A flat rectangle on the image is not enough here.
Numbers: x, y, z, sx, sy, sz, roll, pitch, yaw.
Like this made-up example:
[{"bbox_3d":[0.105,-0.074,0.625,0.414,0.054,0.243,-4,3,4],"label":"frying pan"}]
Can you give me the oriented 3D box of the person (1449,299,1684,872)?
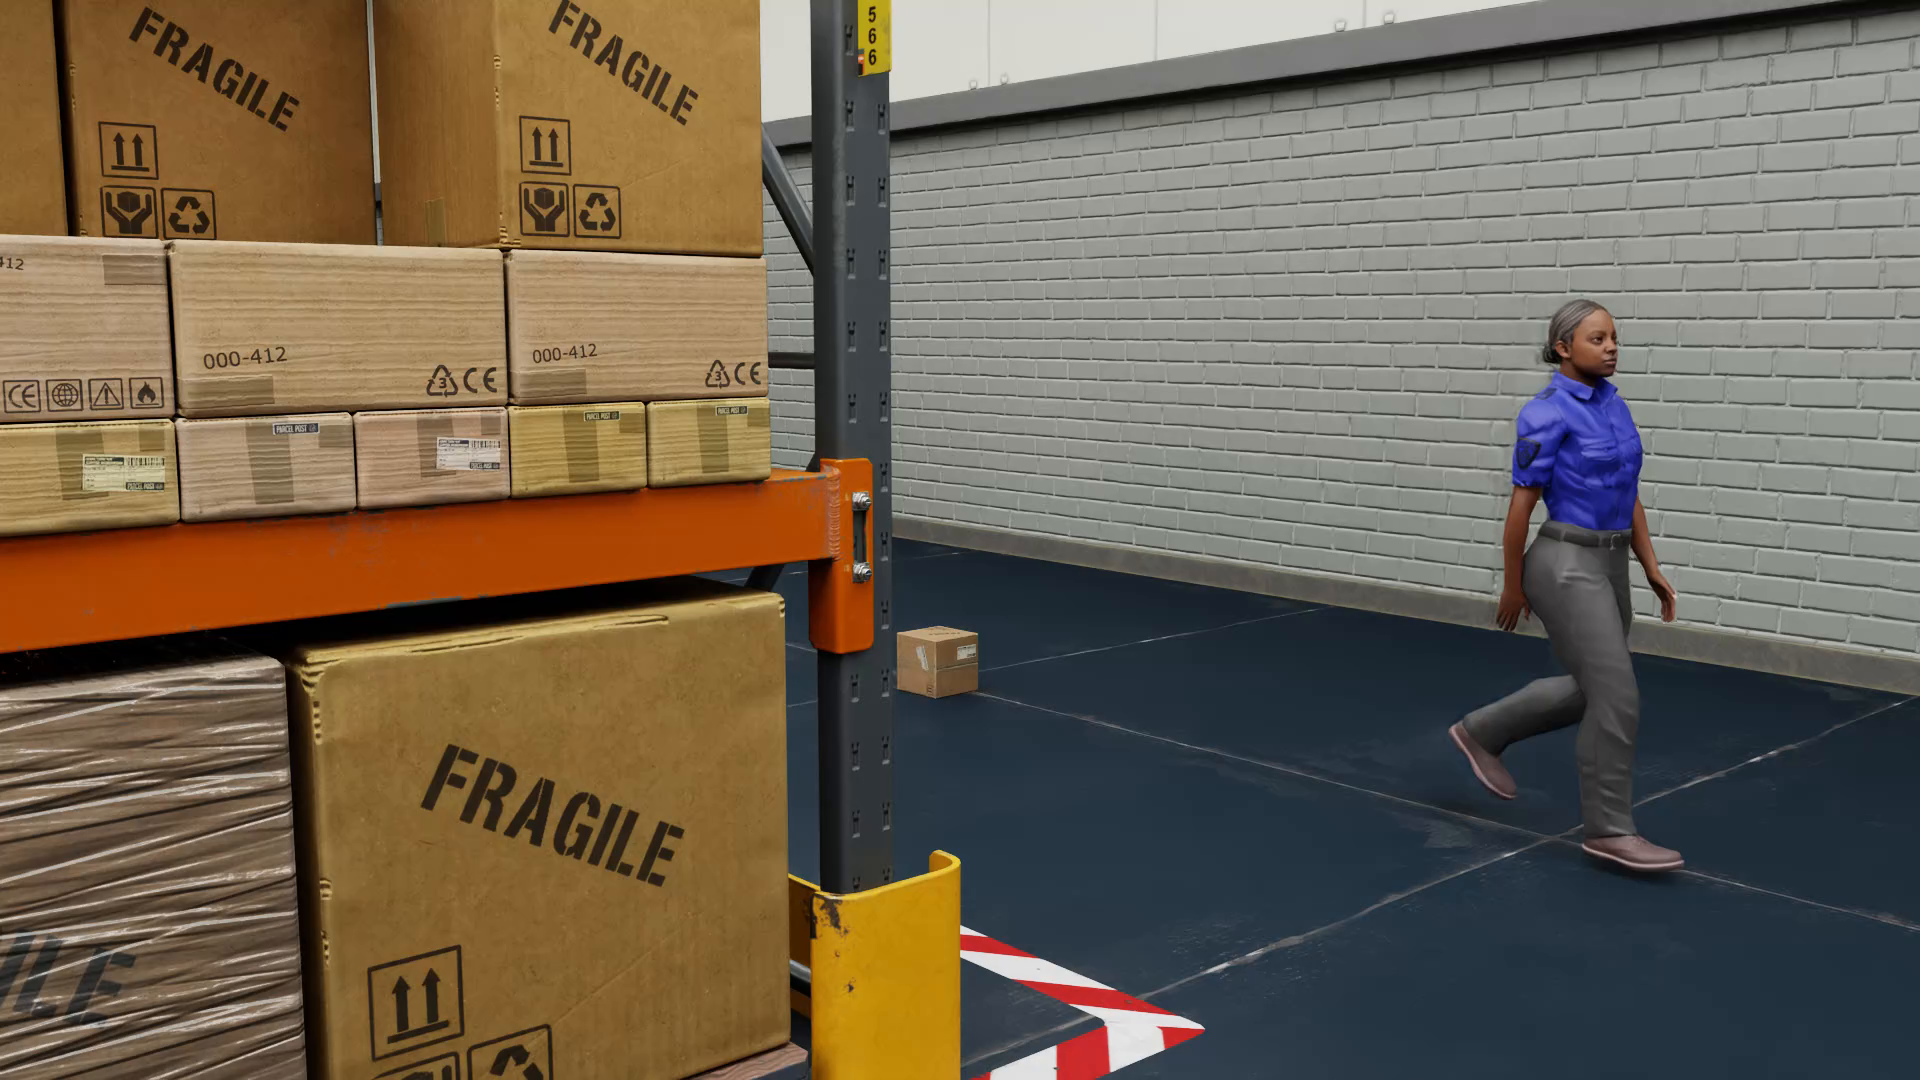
[{"bbox_3d":[1.810,0.098,4.959,0.445,1.615,0.859,-7,10,-41],"label":"person"}]
